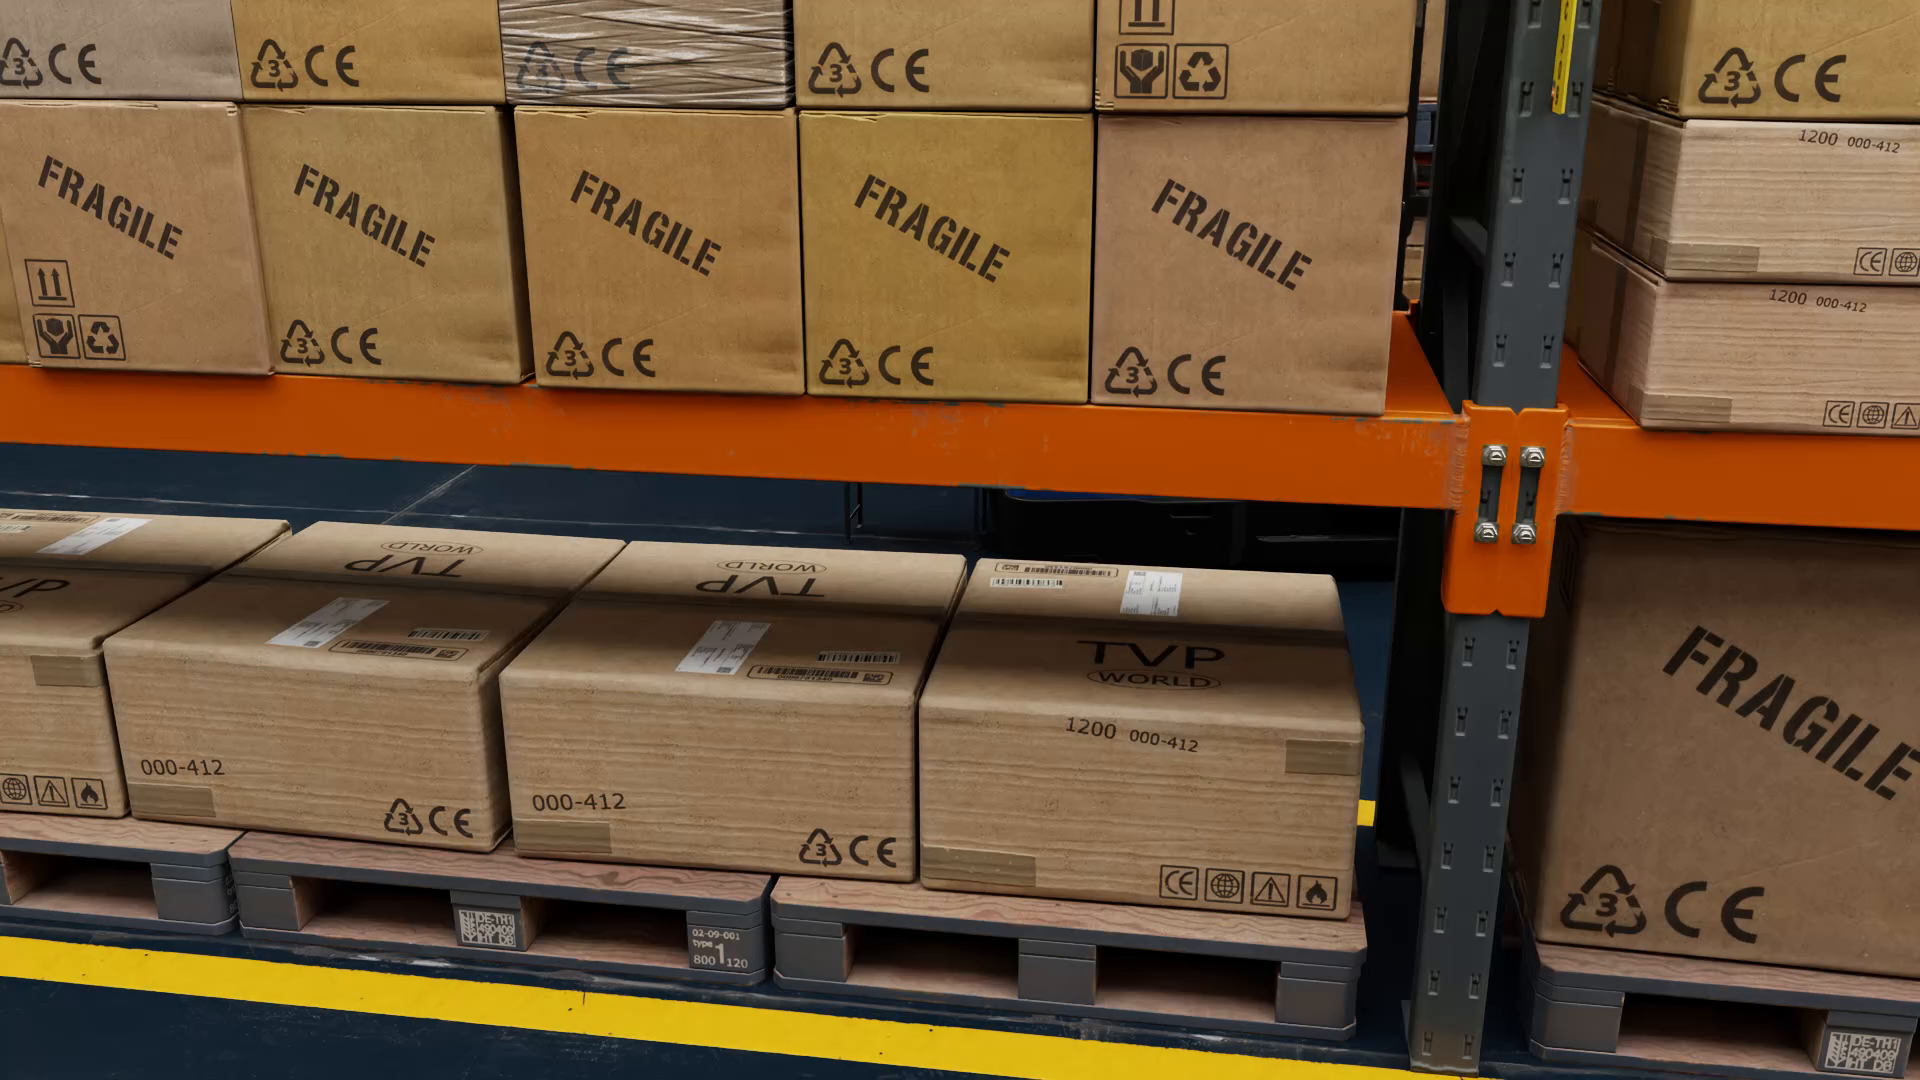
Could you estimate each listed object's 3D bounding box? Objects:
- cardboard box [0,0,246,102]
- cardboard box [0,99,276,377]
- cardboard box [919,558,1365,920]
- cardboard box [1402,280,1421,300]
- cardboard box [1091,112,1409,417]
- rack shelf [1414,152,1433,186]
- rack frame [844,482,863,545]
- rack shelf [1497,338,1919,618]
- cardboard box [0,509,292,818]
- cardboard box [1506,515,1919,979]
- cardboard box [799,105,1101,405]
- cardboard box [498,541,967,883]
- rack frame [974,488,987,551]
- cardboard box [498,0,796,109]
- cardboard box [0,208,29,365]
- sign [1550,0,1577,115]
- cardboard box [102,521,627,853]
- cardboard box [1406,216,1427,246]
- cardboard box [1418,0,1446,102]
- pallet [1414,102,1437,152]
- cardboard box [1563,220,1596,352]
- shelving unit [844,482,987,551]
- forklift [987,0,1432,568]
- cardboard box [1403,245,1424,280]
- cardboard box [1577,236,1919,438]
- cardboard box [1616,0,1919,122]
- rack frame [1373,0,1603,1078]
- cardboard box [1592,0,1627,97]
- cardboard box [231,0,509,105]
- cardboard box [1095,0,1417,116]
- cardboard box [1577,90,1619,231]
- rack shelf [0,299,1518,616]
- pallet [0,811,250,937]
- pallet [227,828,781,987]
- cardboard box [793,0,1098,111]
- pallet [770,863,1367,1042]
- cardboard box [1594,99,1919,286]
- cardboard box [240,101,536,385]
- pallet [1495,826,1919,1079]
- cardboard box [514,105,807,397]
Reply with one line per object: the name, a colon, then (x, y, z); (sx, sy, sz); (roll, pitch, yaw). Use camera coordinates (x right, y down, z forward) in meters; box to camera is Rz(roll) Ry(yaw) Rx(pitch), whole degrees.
cardboard box: (-1.485, -1.107, 3.151); (0.500, 0.500, 0.500); (3, 19, 8)
cardboard box: (-1.503, -0.632, 3.306); (0.500, 0.500, 0.500); (3, 19, 8)
cardboard box: (0.412, 0.406, 3.739); (0.875, 0.438, 0.875); (3, 19, 8)
cardboard box: (2.240, -1.019, 7.899); (0.500, 0.500, 0.500); (4, 19, 11)
cardboard box: (0.516, -0.536, 3.019); (0.500, 0.500, 0.500); (3, 19, 9)
rack shelf: (3.773, -1.658, 7.666); (4.000, 0.370, 1.077); (3, 19, 9)
rack frame: (-0.404, -0.590, 6.174); (0.015, 1.200, 0.240); (3, 19, 9)
rack shelf: (2.989, -0.103, 3.018); (4.000, 0.370, 1.077); (3, 19, 9)
cardboard box: (-2.267, 0.272, 4.140); (0.875, 0.438, 0.875); (2, 19, 7)
cardboard box: (1.640, 0.270, 3.457); (0.875, 0.875, 0.875); (4, 19, 10)
cardboard box: (0.007, -0.560, 3.091); (0.500, 0.500, 0.500); (2, 19, 7)
cardboard box: (-0.472, 0.361, 3.873); (0.875, 0.438, 0.875); (2, 19, 7)
rack frame: (0.077, -0.565, 6.101); (0.015, 1.200, 0.240); (3, 19, 9)
cardboard box: (-0.499, -1.055, 2.994); (0.500, 0.500, 0.500); (3, 19, 9)
cardboard box: (-2.002, -0.663, 3.399); (0.500, 0.500, 0.500); (3, 19, 8)
sign: (0.928, -0.819, 2.535); (0.005, 0.325, 0.100); (3, 19, 9)
cardboard box: (-1.362, 0.315, 4.011); (0.875, 0.438, 0.875); (3, 19, 10)
cardboard box: (2.120, -1.480, 7.786); (0.250, 0.149, 0.380); (3, 19, 8)
cardboard box: (2.241, -2.252, 7.488); (0.500, 0.500, 0.700); (3, 19, 10)
pallet: (2.570, -1.935, 7.661); (1.213, 0.211, 1.003); (3, 19, 9)
cardboard box: (1.498, -0.530, 3.397); (0.500, 0.250, 0.500); (2, 19, 7)
shelving unit: (-0.163, -0.577, 6.138); (0.503, 1.200, 0.258); (3, 19, 9)
forklift: (1.644, -1.420, 5.927); (3.031, 2.935, 1.130); (-1, 19, -3)
cardboard box: (2.110, -1.320, 7.777); (0.250, 0.149, 0.380); (4, 19, 11)
cardboard box: (1.407, -0.369, 2.915); (0.500, 0.250, 0.500); (2, 19, 7)
cardboard box: (1.404, -0.954, 2.695); (0.500, 0.500, 0.500); (3, 19, 9)
rack frame: (1.015, -0.545, 3.204); (0.127, 3.000, 1.000); (3, 19, 9)
cardboard box: (1.496, -1.123, 3.198); (0.500, 0.500, 0.500); (4, 19, 10)
cardboard box: (-0.992, -1.082, 3.077); (0.500, 0.500, 0.500); (3, 19, 9)
cardboard box: (0.505, -1.004, 2.842); (0.500, 0.500, 0.500); (3, 19, 8)
cardboard box: (1.489, -0.765, 3.310); (0.500, 0.250, 0.500); (3, 19, 9)
rack shelf: (-0.960, -0.304, 3.619); (4.000, 0.370, 1.077); (3, 19, 9)
pallet: (-2.133, 0.592, 4.202); (1.213, 0.211, 1.003); (3, 19, 9)
pallet: (-0.932, 0.654, 4.016); (1.213, 0.211, 1.003); (3, 19, 9)
cardboard box: (0.005, -1.032, 2.926); (0.500, 0.500, 0.500); (3, 19, 8)
pallet: (0.276, 0.715, 3.835); (1.213, 0.211, 1.003); (3, 19, 9)
cardboard box: (1.404, -0.600, 2.819); (0.500, 0.250, 0.500); (2, 19, 7)
cardboard box: (-1.006, -0.612, 3.246); (0.500, 0.500, 0.500); (4, 19, 10)
pallet: (1.789, 0.793, 3.601); (1.213, 0.211, 1.003); (3, 19, 9)
cardboard box: (-0.491, -0.581, 3.153); (0.500, 0.500, 0.500); (3, 19, 8)
